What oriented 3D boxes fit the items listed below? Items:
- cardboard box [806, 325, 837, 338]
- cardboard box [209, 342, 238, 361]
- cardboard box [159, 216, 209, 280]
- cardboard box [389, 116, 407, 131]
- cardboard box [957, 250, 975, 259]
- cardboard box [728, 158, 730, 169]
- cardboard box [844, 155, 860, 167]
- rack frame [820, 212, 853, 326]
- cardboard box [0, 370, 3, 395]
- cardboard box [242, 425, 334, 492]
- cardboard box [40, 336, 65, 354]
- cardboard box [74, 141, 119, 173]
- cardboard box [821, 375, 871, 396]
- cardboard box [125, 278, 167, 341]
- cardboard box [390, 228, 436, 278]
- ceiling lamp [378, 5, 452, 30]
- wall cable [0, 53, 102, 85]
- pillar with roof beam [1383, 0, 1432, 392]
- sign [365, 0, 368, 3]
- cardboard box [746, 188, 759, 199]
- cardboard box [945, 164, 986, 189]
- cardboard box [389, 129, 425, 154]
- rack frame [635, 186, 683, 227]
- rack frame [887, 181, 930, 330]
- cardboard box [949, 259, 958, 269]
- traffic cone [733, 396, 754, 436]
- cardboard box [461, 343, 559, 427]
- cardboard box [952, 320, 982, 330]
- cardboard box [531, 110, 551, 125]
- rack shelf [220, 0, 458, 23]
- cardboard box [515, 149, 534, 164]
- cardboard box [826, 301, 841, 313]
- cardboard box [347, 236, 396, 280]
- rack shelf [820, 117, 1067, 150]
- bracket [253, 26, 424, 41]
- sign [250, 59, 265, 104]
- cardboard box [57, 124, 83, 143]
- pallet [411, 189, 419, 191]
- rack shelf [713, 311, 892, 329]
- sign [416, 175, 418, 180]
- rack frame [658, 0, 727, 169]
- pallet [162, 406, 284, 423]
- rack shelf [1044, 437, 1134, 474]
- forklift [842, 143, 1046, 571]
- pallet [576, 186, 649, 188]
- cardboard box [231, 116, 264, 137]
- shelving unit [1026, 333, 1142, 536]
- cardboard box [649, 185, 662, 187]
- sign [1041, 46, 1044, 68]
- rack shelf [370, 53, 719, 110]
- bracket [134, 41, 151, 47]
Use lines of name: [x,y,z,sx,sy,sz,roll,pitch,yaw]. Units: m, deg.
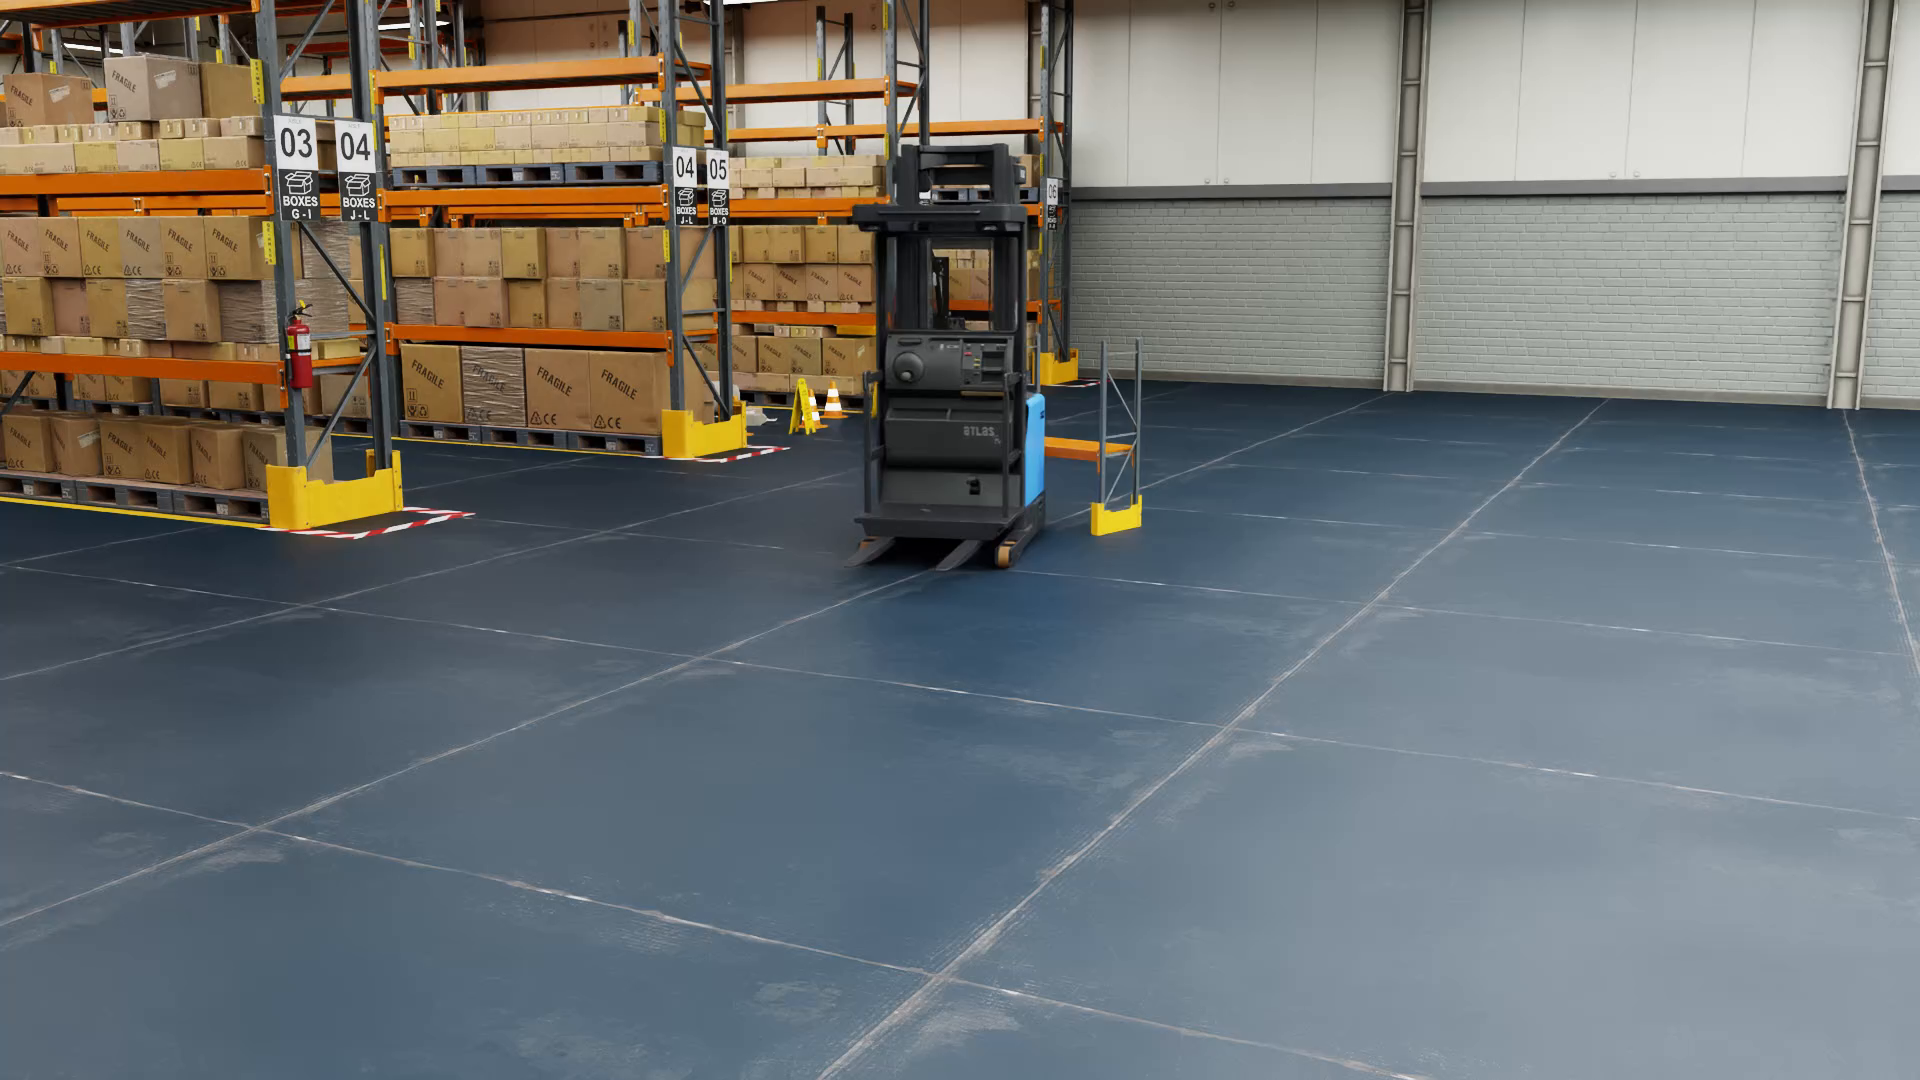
cardboard box: [-1.869,-2.816,22.479,0.250,0.149,0.380,5,12,27]
cardboard box: [-5.879,-1.549,13.569,0.250,0.149,0.380,5,11,26]
cardboard box: [-6.115,-2.381,13.542,0.500,0.500,0.500,5,11,26]
cardboard box: [-6.187,-4.668,18.686,0.250,0.149,0.380,5,11,26]
cardboard box: [0.147,-4.602,26.795,0.250,0.149,0.380,5,12,27]
cardboard box: [-3.178,-5.143,22.766,0.250,0.149,0.380,5,11,24]
cardboard box: [-1.325,-4.985,21.894,0.250,0.149,0.380,5,12,27]
rack frame: [-2.071,-4.342,28.300,0.127,3.000,1.000,5,11,26]
cardboard box: [-12.992,-2.257,22.619,0.500,0.500,0.500,6,12,28]
cardboard box: [-5.614,-0.680,13.904,0.500,0.500,0.500,8,13,36]
cardboard box: [-7.700,-1.696,14.386,0.250,0.149,0.380,5,11,26]
cardboard box: [-6.964,-3.170,13.824,0.500,0.250,0.500,5,11,25]
cardboard box: [-1.542,-2.110,22.509,0.500,0.250,0.500,5,11,26]
cardboard box: [-6.473,-1.961,14.028,0.500,0.500,0.875,5,11,26]
cardboard box: [-6.048,-3.321,19.206,0.550,0.550,0.875,5,11,26]
ceiling lamp: [-9.466,-10.380,28.425,2.000,3.185,0.800,5,11,26]
wall cable: [-18.649,-8.430,33.938,0.133,3.039,2.988,5,11,26]
pillar with roof beam: [4.767,-6.018,20.712,0.400,9.000,9.100,5,11,26]
sign: [-6.593,-6.114,18.398,0.005,0.325,0.100,5,11,26]
cardboard box: [-2.708,-4.716,22.648,0.250,0.149,0.380,5,11,26]
cardboard box: [0.137,-5.901,26.748,0.500,0.500,0.700,5,11,26]
cardboard box: [-6.049,-4.472,18.720,0.500,0.250,0.500,5,11,26]
rack frame: [-4.264,-3.549,23.919,0.127,3.000,1.000,5,11,26]
rack frame: [-0.677,-3.234,22.177,0.127,3.000,1.000,5,11,26]
cardboard box: [-0.080,-4.475,26.933,0.250,0.149,0.380,5,11,26]
traffic cone: [-2.624,-1.456,19.475,0.334,0.463,0.336,5,11,26]
cardboard box: [-5.020,-1.781,18.934,0.875,0.875,0.875,5,11,26]
cardboard box: [0.048,-3.437,27.031,0.500,0.250,0.500,5,11,27]
cardboard box: [-4.368,-4.509,17.804,0.250,0.149,0.380,5,11,25]
rack shelf: [-9.644,-8.256,25.765,4.000,0.370,1.077,5,11,26]
cardboard box: [-4.592,-4.136,17.984,0.250,0.149,0.380,5,11,27]
cardboard box: [-1.603,-3.132,22.316,0.250,0.149,0.380,5,11,25]
cardboard box: [-6.811,-3.330,19.619,0.500,0.500,0.700,5,11,25]
rack shelf: [-0.277,-6.586,26.995,4.000,0.370,1.077,5,11,26]
bracket: [-12.310,-10.074,33.016,4.783,0.066,0.076,5,11,26]
sign: [-5.325,-3.476,12.605,0.005,0.325,0.100,5,11,26]
cardboard box: [-7.307,-3.393,13.936,0.250,0.149,0.380,5,11,25]
pallet: [-8.452,-5.290,25.643,1.003,0.211,1.213,6,12,28]
rack shelf: [-2.470,-3.038,23.112,4.000,0.370,1.077,5,11,26]
sign: [-8.104,-5.546,24.854,0.005,0.325,0.100,5,11,26]
rack frame: [-2.776,-5.388,17.231,0.127,3.000,1.000,5,11,26]
pallet: [-9.277,-1.620,21.087,1.213,0.211,1.003,5,11,26]
rack shelf: [0.871,-0.696,13.374,1.000,0.185,0.538,9,14,41]
forklift: [-0.116,-1.308,11.729,1.130,2.935,3.031,2,10,11]
pallet: [-4.770,-4.999,24.031,1.003,0.211,1.213,5,11,26]
cardboard box: [-5.448,-3.222,12.988,0.250,0.149,0.380,5,11,26]
shelving unit: [0.864,-0.874,13.348,1.083,1.500,0.587,9,14,41]
cardboard box: [-3.990,-5.019,23.205,0.500,0.250,0.500,5,11,25]
sign: [1.264,-7.392,25.462,0.005,0.325,0.100,5,11,26]
rack shelf: [-4.570,-4.994,18.201,4.000,0.370,1.077,5,11,26]
bracket: [-17.506,-10.530,35.539,0.430,0.232,0.235,5,11,26]
